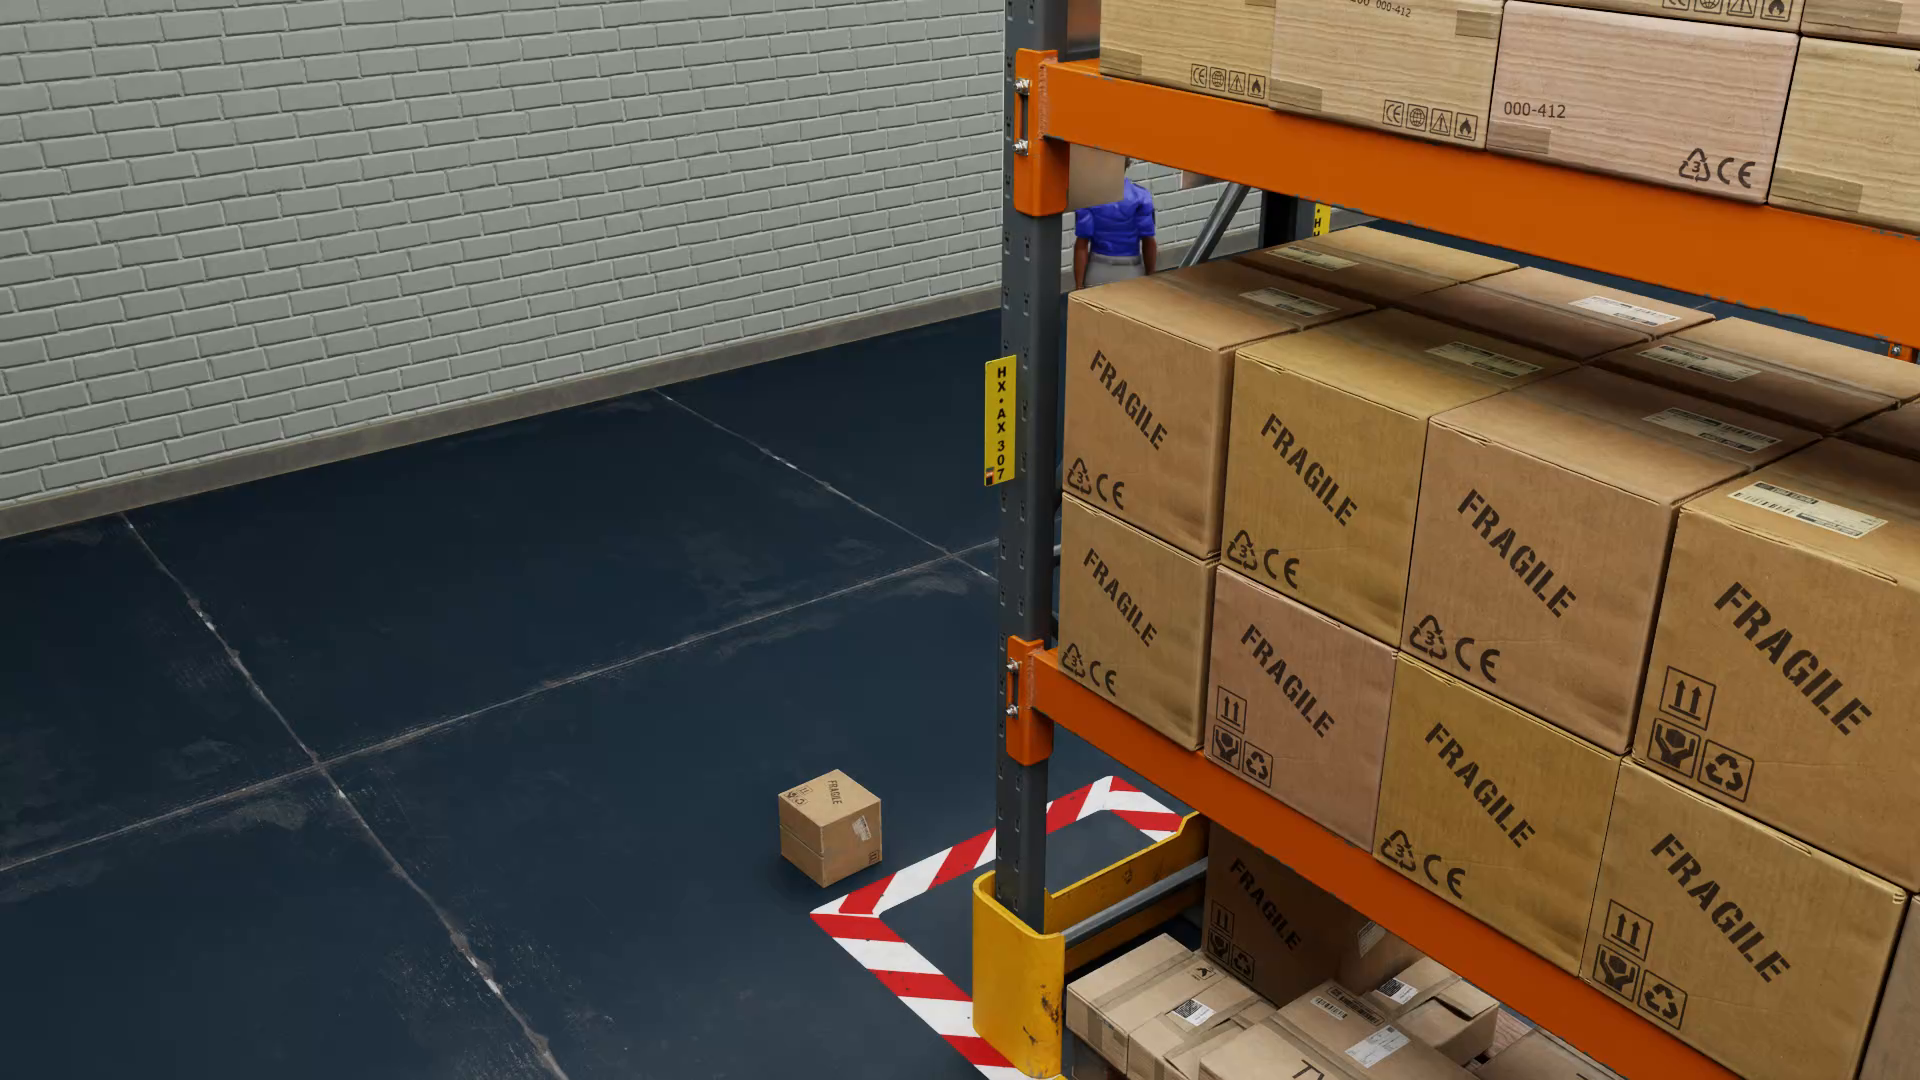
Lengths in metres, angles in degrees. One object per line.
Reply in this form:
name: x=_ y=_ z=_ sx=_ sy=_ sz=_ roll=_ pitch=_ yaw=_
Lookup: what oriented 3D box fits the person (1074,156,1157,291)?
person: x=0.840 y=-1.395 z=9.107 sx=0.442 sy=1.618 sz=0.841 roll=6 pitch=26 yaw=13
